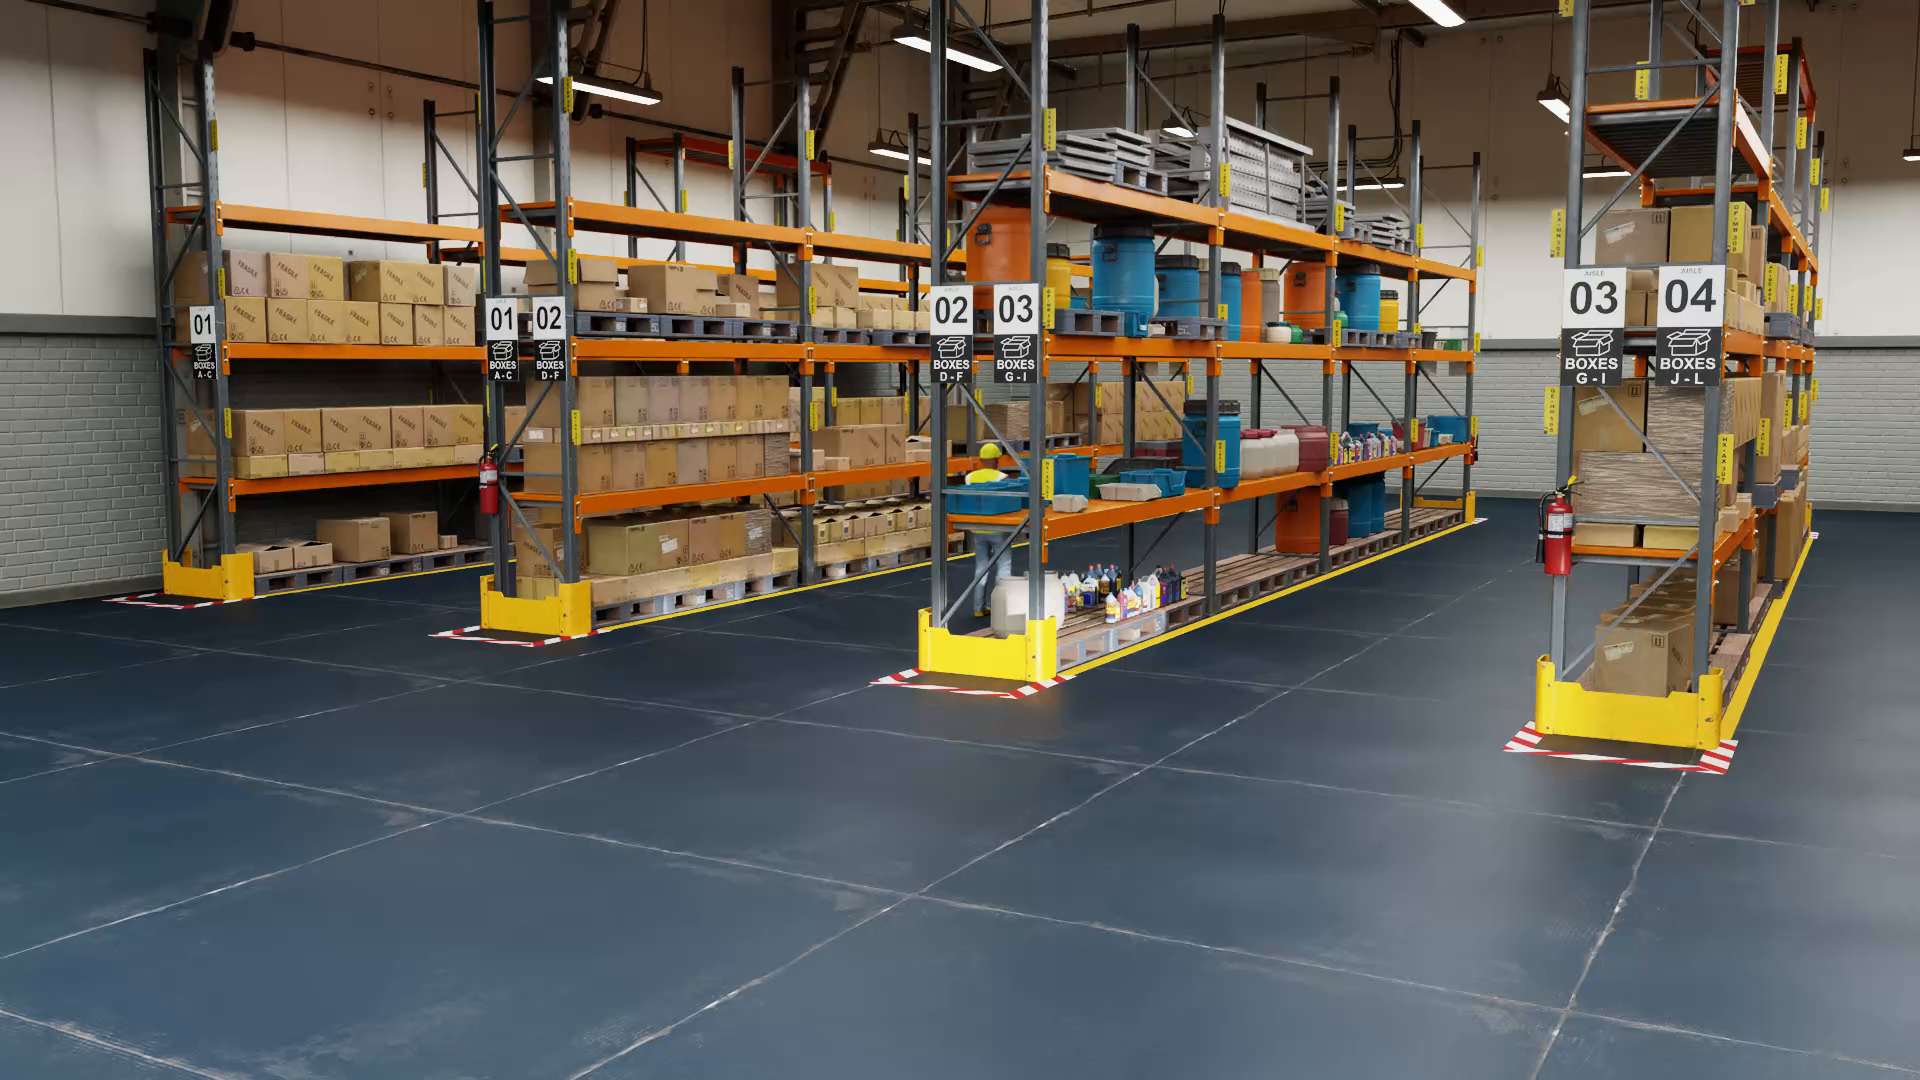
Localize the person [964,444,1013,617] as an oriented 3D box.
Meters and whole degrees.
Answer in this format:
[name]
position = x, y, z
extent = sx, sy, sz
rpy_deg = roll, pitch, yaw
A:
[person]
position = 0.346, -0.101, 16.993
extent = 0.558, 1.769, 0.520
rpy_deg = 3, 7, 28
